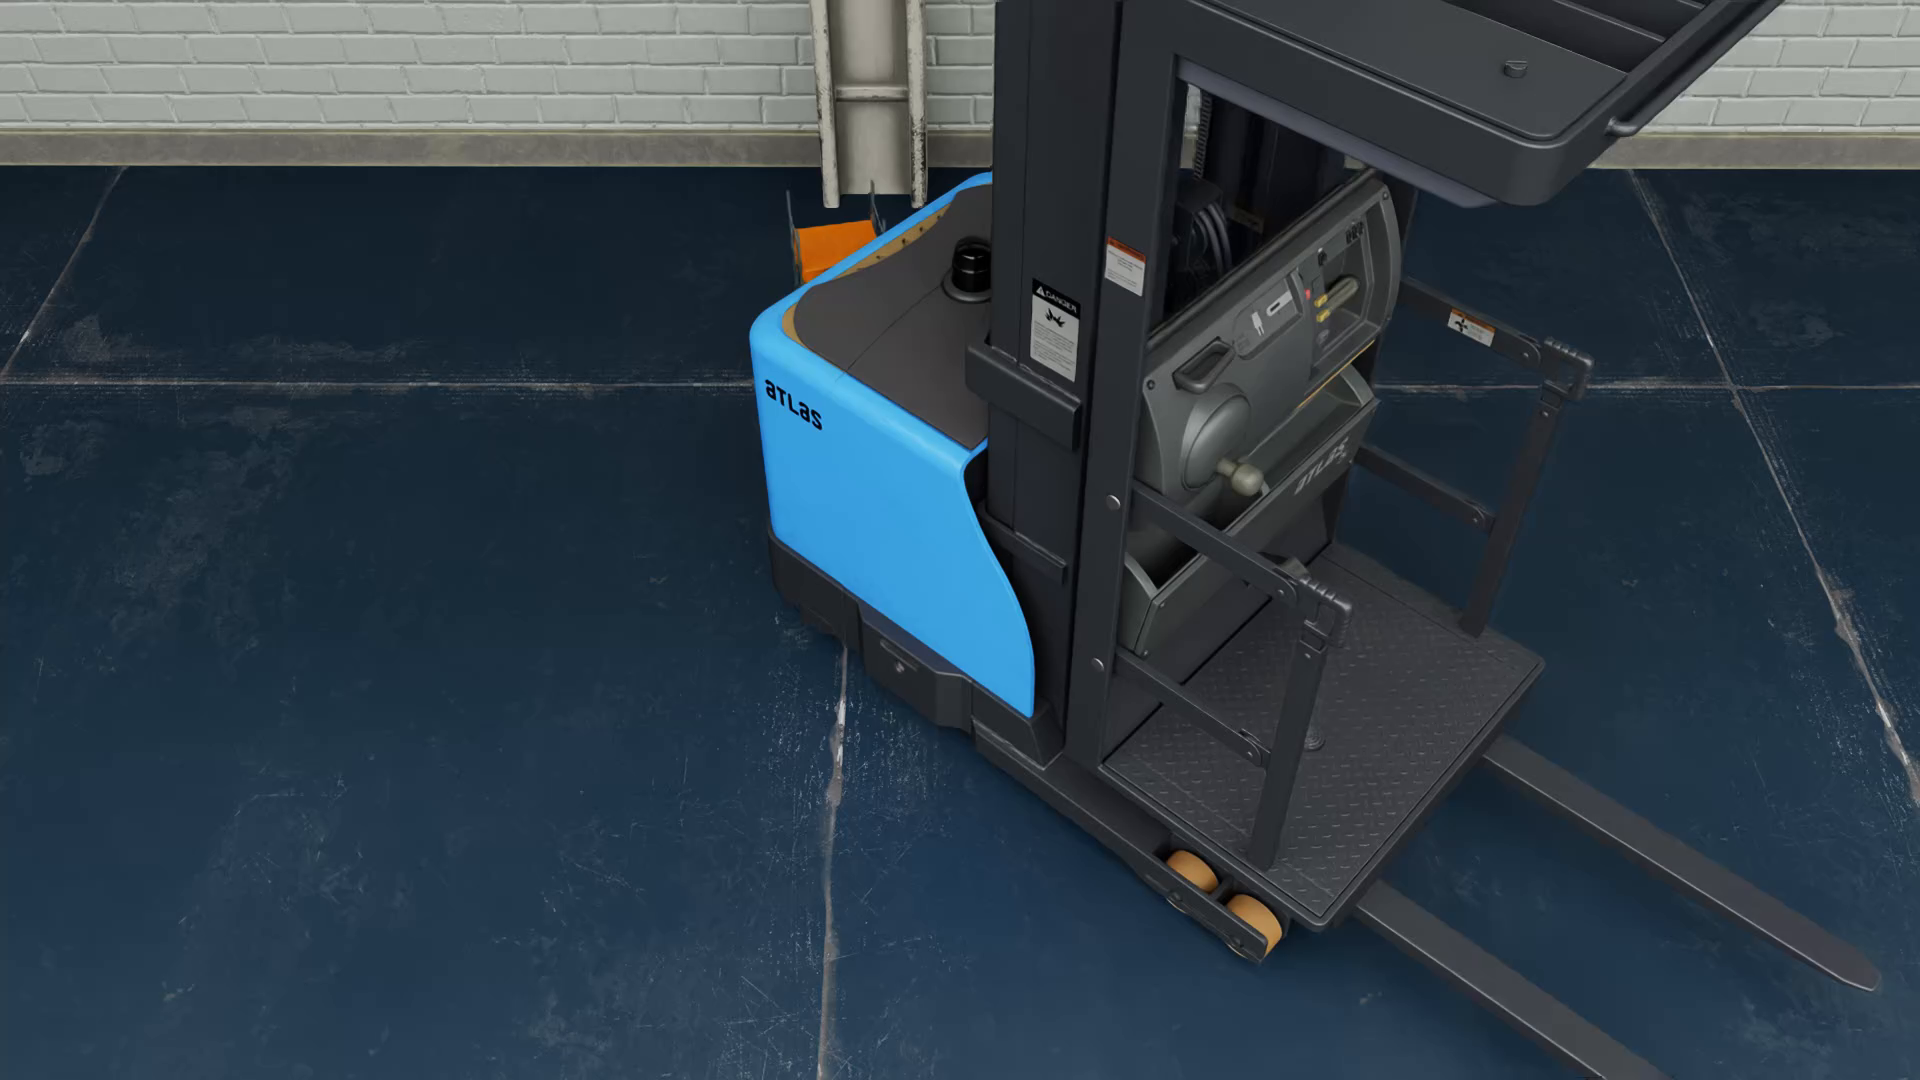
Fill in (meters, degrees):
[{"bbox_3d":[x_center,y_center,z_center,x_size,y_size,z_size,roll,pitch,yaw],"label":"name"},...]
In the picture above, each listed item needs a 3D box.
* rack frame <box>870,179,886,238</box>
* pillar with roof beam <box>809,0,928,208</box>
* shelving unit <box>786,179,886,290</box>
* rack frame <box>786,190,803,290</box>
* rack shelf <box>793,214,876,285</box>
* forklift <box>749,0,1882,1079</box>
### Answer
[{"bbox_3d":[-0.233,-0.608,5.099,0.008,1.050,0.200,-9,48,-8],"label":"rack frame"},{"bbox_3d":[-0.344,-1.317,0.328,0.400,9.000,9.100,0,47,0],"label":"pillar with roof beam"},{"bbox_3d":[-0.352,-0.589,5.081,0.252,1.050,0.215,-9,48,-8],"label":"shelving unit"},{"bbox_3d":[-0.471,-0.570,5.064,0.008,1.050,0.200,-9,48,-8],"label":"rack frame"},{"bbox_3d":[-0.352,-0.775,4.881,0.240,0.259,0.215,-9,48,-8],"label":"rack shelf"},{"bbox_3d":[0.862,-0.369,3.591,3.031,2.935,1.130,34,55,27],"label":"forklift"}]
